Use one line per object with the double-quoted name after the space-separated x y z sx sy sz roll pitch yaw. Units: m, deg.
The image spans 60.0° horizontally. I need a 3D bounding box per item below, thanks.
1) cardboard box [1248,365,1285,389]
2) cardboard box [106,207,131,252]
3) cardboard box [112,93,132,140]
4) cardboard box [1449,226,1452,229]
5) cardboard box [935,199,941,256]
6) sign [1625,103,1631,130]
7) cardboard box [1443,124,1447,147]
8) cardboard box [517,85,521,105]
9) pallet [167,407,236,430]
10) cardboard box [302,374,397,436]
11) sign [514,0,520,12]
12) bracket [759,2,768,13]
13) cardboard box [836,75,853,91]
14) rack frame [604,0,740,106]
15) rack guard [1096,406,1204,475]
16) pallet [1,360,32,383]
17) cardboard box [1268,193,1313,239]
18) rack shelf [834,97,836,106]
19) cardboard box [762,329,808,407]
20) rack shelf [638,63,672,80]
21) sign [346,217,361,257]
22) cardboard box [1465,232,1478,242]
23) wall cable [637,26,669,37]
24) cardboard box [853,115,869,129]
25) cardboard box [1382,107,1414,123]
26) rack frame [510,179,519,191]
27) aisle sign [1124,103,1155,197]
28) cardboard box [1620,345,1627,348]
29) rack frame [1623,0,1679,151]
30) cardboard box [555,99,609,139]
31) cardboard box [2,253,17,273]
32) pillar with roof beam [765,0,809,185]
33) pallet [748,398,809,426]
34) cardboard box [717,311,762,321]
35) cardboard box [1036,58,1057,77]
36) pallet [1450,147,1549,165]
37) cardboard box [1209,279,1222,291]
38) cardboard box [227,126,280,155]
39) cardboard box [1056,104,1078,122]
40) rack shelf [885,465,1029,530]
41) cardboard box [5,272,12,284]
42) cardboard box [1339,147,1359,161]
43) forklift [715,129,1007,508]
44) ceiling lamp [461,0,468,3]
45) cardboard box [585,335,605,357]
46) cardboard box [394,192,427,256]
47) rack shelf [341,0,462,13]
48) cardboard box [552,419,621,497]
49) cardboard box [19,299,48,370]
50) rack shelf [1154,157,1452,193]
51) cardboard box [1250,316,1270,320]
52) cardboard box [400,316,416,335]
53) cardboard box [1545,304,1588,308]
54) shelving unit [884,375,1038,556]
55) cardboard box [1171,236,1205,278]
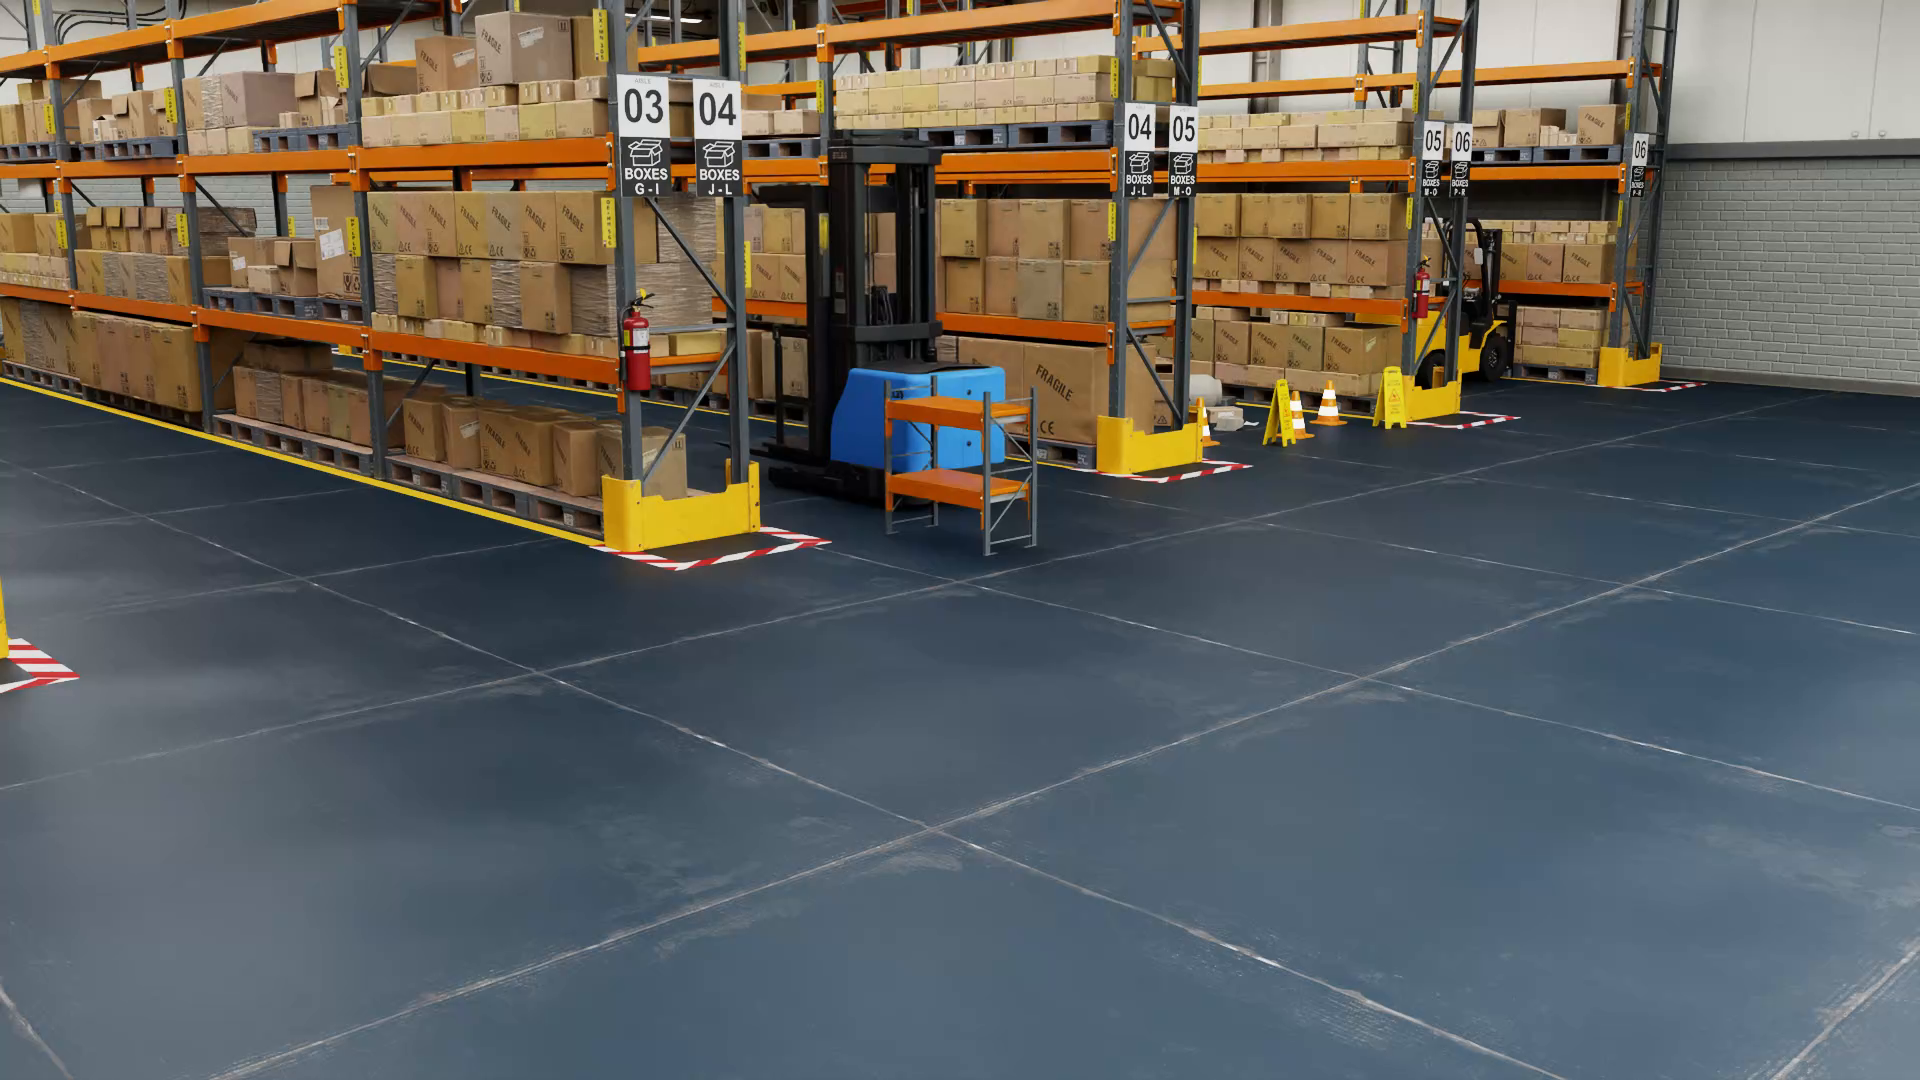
3.763 -1.947 19.702 0.500 0.250 0.500 11 16 43 "cardboard box"
-9.309 -3.572 19.083 0.797 0.503 0.637 -11 16 -42 "cardboard box"
-8.885 -4.663 18.379 0.797 0.503 0.637 -11 16 -43 "cardboard box"
7.011 -4.379 23.140 0.380 0.149 0.250 -11 16 -43 "cardboard box"
-0.072 -3.116 16.556 0.875 0.550 0.550 -11 16 -43 "cardboard box"
8.419 -5.338 20.956 0.100 0.325 0.005 -11 16 -43 "sign"
5.079 -4.507 18.556 0.500 0.250 0.500 -11 16 -44 "cardboard box"
-2.986 -3.228 12.097 0.380 0.149 0.250 -11 16 -42 "cardboard box"
-7.949 -1.402 18.192 1.003 0.211 1.213 -11 16 -43 "pallet"
-5.808 -1.296 15.872 0.500 0.500 0.700 10 15 40 "cardboard box"
-6.167 -7.454 23.082 0.100 0.325 0.005 -11 16 -43 "sign"
-3.982 -11.114 34.636 0.235 0.232 0.430 -11 16 -43 "bracket"
-1.034 -4.625 16.853 0.380 0.149 0.250 -11 16 -42 "cardboard box"
-1.934 -4.413 11.029 1.000 3.000 0.127 -11 16 -43 "rack frame"
1.739 -0.923 15.153 1.175 0.500 0.348 -11 16 -43 "rack guard"
-12.375 -2.338 22.736 1.003 0.211 1.213 -11 16 -43 "pallet"
3.952 -3.719 19.066 0.700 0.500 0.500 -11 16 -43 "cardboard box"
-0.848 -8.175 31.082 1.077 0.370 4.000 -11 16 -43 "rack shelf"
-1.533 -1.917 18.315 1.050 0.750 0.750 -11 16 -43 "cardboard box"
-5.183 -6.000 21.509 1.077 0.370 4.000 -11 16 -43 "rack shelf"
-5.096 -2.547 13.973 0.100 0.325 0.005 -11 16 -43 "sign"
7.142 -4.186 22.943 0.380 0.149 0.250 -11 16 -44 "cardboard box"
-7.362 -9.425 35.265 2.988 3.039 0.133 -11 16 -43 "wall cable"
-0.854 -4.197 16.751 0.380 0.149 0.250 -11 16 -42 "cardboard box"
4.786 -4.600 18.019 0.380 0.149 0.250 -11 16 -42 "cardboard box"
-6.564 -3.902 23.418 1.000 3.000 0.127 -11 16 -43 "rack frame"
1.555 -3.372 14.402 0.394 0.787 0.004 -11 16 -43 "aisle sign"
8.623 -2.506 22.413 0.500 0.250 0.500 -11 16 -42 "cardboard box"
8.821 -6.486 21.092 1.000 3.000 0.127 -11 16 -43 "rack frame"
-2.451 -2.905 11.517 0.500 0.250 0.500 -10 16 -41 "cardboard box"
-12.139 -3.625 21.709 0.500 0.250 0.500 11 16 43 "cardboard box"
-6.552 -8.740 32.034 9.100 9.000 0.548 -11 16 -43 "pillar with roof beam"
-1.627 -1.471 18.528 1.003 0.211 1.213 -11 16 -43 "pallet"
-3.410 -3.664 27.571 0.875 0.438 0.875 -11 16 -43 "cardboard box"
0.896 -4.218 14.876 0.380 0.149 0.250 -11 16 -42 "cardboard box"
7.504 -5.258 22.786 1.003 0.211 1.213 -11 16 -43 "pallet"
3.226 -3.086 20.078 0.380 0.149 0.250 -11 16 -43 "cardboard box"
-6.602 -3.785 15.787 0.500 0.250 0.500 -10 16 -41 "cardboard box"
1.075 -3.790 14.773 0.380 0.149 0.250 -11 16 -42 "cardboard box"
-0.005 -0.312 11.852 0.538 0.278 1.000 -11 16 -43 "rack shelf"
-12.266 -3.439 21.792 0.380 0.149 0.250 -11 16 -44 "cardboard box"
4.430 -4.290 18.489 0.380 0.149 0.250 -10 15 -41 "cardboard box"
-0.977 -1.926 13.995 1.130 2.935 3.031 -10 15 -41 "forklift"
-9.423 -11.042 28.738 2.000 3.185 0.800 -11 16 -43 "ceiling lamp"
-2.453 -1.401 11.900 0.380 0.149 0.250 -11 16 -43 "cardboard box"
-4.223 -2.569 13.483 0.500 0.500 0.500 -11 16 -43 "cardboard box"
-3.315 -4.351 12.519 1.077 0.370 4.000 -11 16 -43 "rack shelf"
-2.791 -0.632 12.698 0.500 0.500 0.500 -6 13 -28 "cardboard box"
-11.855 -2.759 22.097 0.875 0.875 0.875 -11 16 -43 "cardboard box"
3.852 -4.264 19.524 1.077 0.370 4.000 -11 16 -43 "rack shelf"
3.779 -2.468 20.373 0.500 0.500 0.500 -10 15 -40 "cardboard box"
-4.410 -1.791 13.793 0.380 0.149 0.250 -11 16 -43 "cardboard box"
8.278 -3.065 22.651 0.500 0.250 0.500 -11 16 -42 "cardboard box"
-0.005 -0.552 11.803 0.538 1.125 1.048 -11 16 -43 "shelving unit"
2.937 -3.461 20.291 0.500 0.500 0.500 -11 16 -43 "cardboard box"
